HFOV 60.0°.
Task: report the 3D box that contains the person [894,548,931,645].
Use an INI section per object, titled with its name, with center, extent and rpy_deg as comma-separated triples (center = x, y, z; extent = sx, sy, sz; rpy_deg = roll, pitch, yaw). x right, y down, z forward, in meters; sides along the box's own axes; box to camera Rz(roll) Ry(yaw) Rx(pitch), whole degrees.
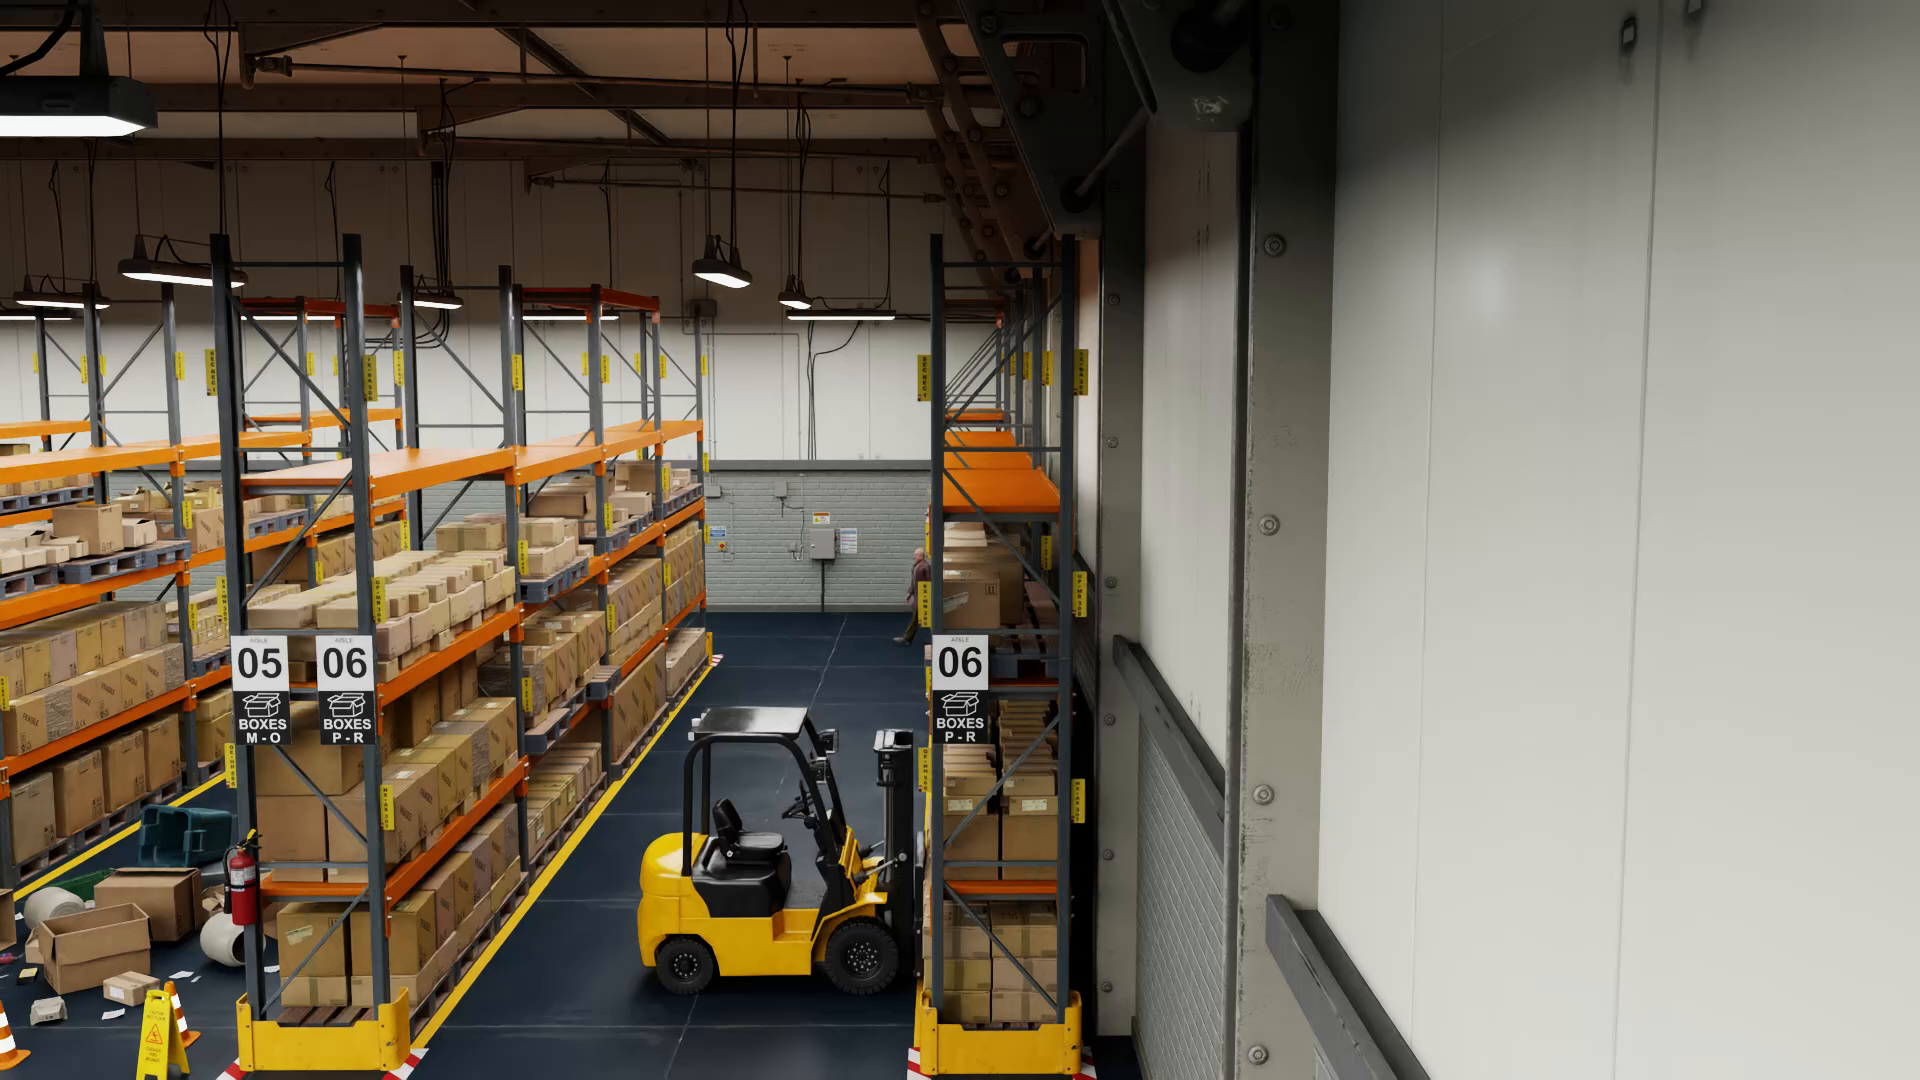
[person]
center = -0.741, 1.006, 29.753
extent = 0.998, 1.745, 0.631
rpy_deg = -2, 7, -21
